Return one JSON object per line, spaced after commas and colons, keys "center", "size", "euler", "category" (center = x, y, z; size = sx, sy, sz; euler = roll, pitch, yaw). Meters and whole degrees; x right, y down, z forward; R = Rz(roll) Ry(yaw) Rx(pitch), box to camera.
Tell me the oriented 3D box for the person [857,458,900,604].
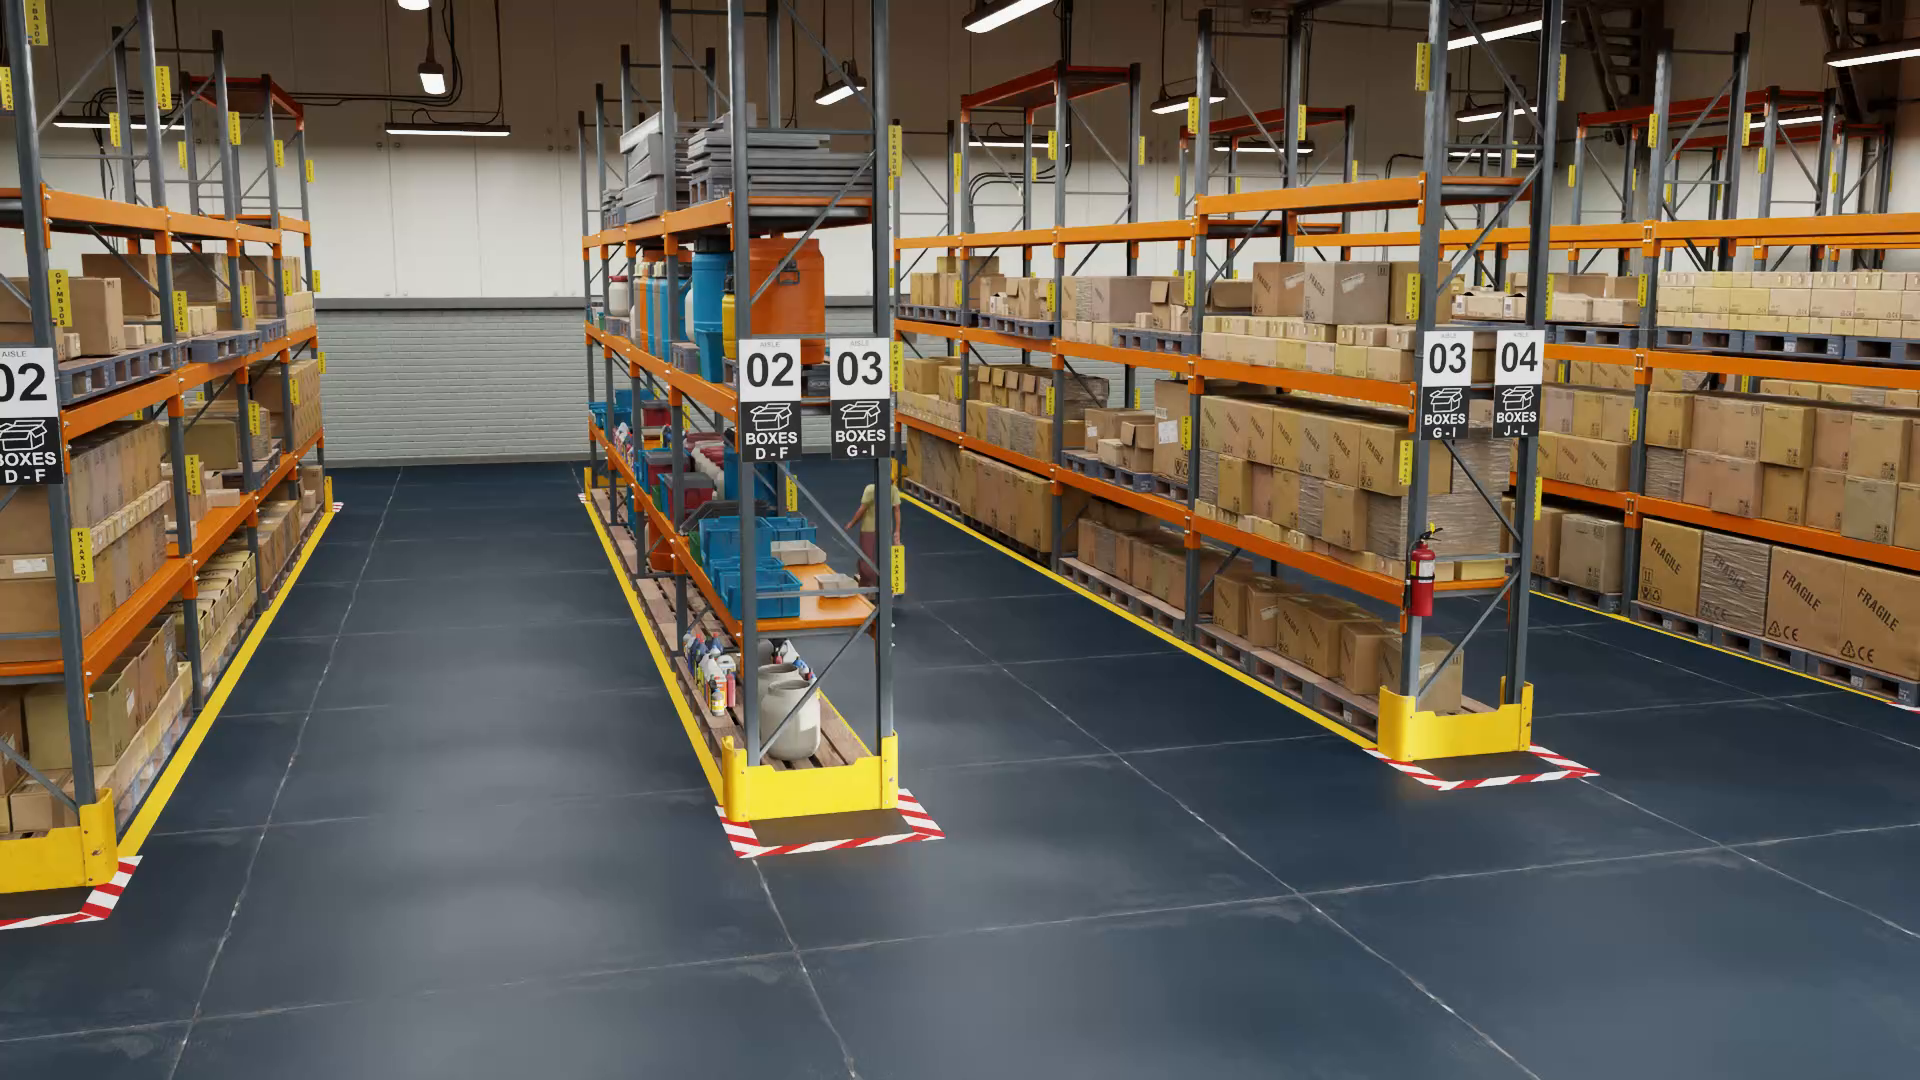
{"center": [-0.925, -0.088, 18.081], "size": [0.491, 1.768, 0.533], "euler": [-4, 10, -24], "category": "person"}
